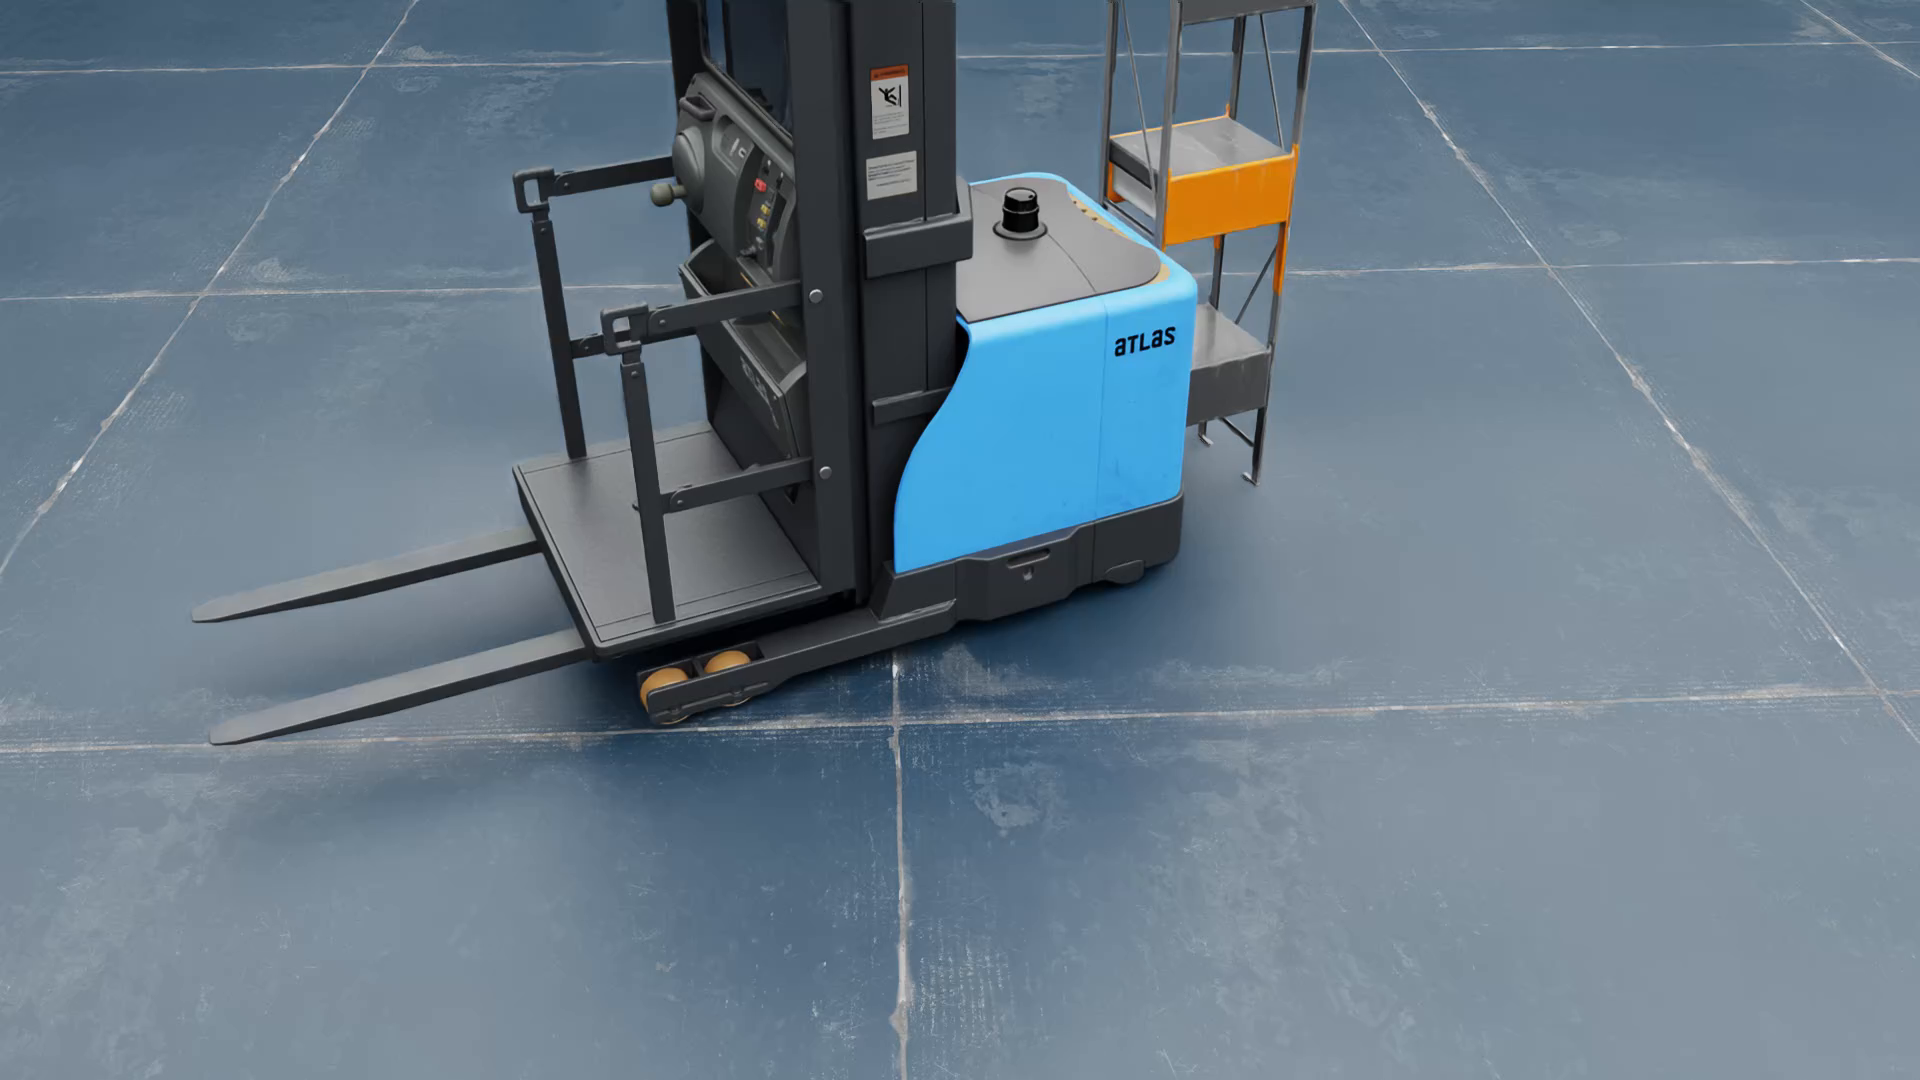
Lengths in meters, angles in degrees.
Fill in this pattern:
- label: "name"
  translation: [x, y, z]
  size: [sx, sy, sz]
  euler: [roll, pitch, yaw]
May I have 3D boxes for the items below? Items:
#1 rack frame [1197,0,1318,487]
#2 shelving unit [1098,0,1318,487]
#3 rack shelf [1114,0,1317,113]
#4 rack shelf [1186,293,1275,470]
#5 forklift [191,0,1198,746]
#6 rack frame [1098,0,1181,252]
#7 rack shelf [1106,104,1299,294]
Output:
- label: "rack frame"
  translation: [0.994, -1.159, 5.580]
  size: [0.015, 2.100, 0.400]
  euler: [-15, 37, -20]
- label: "shelving unit"
  translation: [0.773, -1.100, 5.494]
  size: [0.503, 2.100, 0.431]
  euler: [-15, 37, -20]
- label: "rack shelf"
  translation: [0.773, -1.664, 5.104]
  size: [0.480, 0.518, 0.431]
  euler: [-15, 37, -20]
- label: "rack shelf"
  translation: [0.773, -0.513, 5.900]
  size: [0.480, 0.518, 0.431]
  euler: [-15, 37, -20]
- label: "forklift"
  translation: [-0.822, -1.000, 4.619]
  size: [3.031, 2.935, 1.130]
  euler: [-15, 37, -20]
- label: "rack frame"
  translation: [0.552, -1.041, 5.409]
  size: [0.015, 2.100, 0.400]
  euler: [-15, 37, -20]
- label: "rack shelf"
  translation: [0.773, -1.089, 5.502]
  size: [0.480, 0.518, 0.431]
  euler: [-15, 37, -20]
